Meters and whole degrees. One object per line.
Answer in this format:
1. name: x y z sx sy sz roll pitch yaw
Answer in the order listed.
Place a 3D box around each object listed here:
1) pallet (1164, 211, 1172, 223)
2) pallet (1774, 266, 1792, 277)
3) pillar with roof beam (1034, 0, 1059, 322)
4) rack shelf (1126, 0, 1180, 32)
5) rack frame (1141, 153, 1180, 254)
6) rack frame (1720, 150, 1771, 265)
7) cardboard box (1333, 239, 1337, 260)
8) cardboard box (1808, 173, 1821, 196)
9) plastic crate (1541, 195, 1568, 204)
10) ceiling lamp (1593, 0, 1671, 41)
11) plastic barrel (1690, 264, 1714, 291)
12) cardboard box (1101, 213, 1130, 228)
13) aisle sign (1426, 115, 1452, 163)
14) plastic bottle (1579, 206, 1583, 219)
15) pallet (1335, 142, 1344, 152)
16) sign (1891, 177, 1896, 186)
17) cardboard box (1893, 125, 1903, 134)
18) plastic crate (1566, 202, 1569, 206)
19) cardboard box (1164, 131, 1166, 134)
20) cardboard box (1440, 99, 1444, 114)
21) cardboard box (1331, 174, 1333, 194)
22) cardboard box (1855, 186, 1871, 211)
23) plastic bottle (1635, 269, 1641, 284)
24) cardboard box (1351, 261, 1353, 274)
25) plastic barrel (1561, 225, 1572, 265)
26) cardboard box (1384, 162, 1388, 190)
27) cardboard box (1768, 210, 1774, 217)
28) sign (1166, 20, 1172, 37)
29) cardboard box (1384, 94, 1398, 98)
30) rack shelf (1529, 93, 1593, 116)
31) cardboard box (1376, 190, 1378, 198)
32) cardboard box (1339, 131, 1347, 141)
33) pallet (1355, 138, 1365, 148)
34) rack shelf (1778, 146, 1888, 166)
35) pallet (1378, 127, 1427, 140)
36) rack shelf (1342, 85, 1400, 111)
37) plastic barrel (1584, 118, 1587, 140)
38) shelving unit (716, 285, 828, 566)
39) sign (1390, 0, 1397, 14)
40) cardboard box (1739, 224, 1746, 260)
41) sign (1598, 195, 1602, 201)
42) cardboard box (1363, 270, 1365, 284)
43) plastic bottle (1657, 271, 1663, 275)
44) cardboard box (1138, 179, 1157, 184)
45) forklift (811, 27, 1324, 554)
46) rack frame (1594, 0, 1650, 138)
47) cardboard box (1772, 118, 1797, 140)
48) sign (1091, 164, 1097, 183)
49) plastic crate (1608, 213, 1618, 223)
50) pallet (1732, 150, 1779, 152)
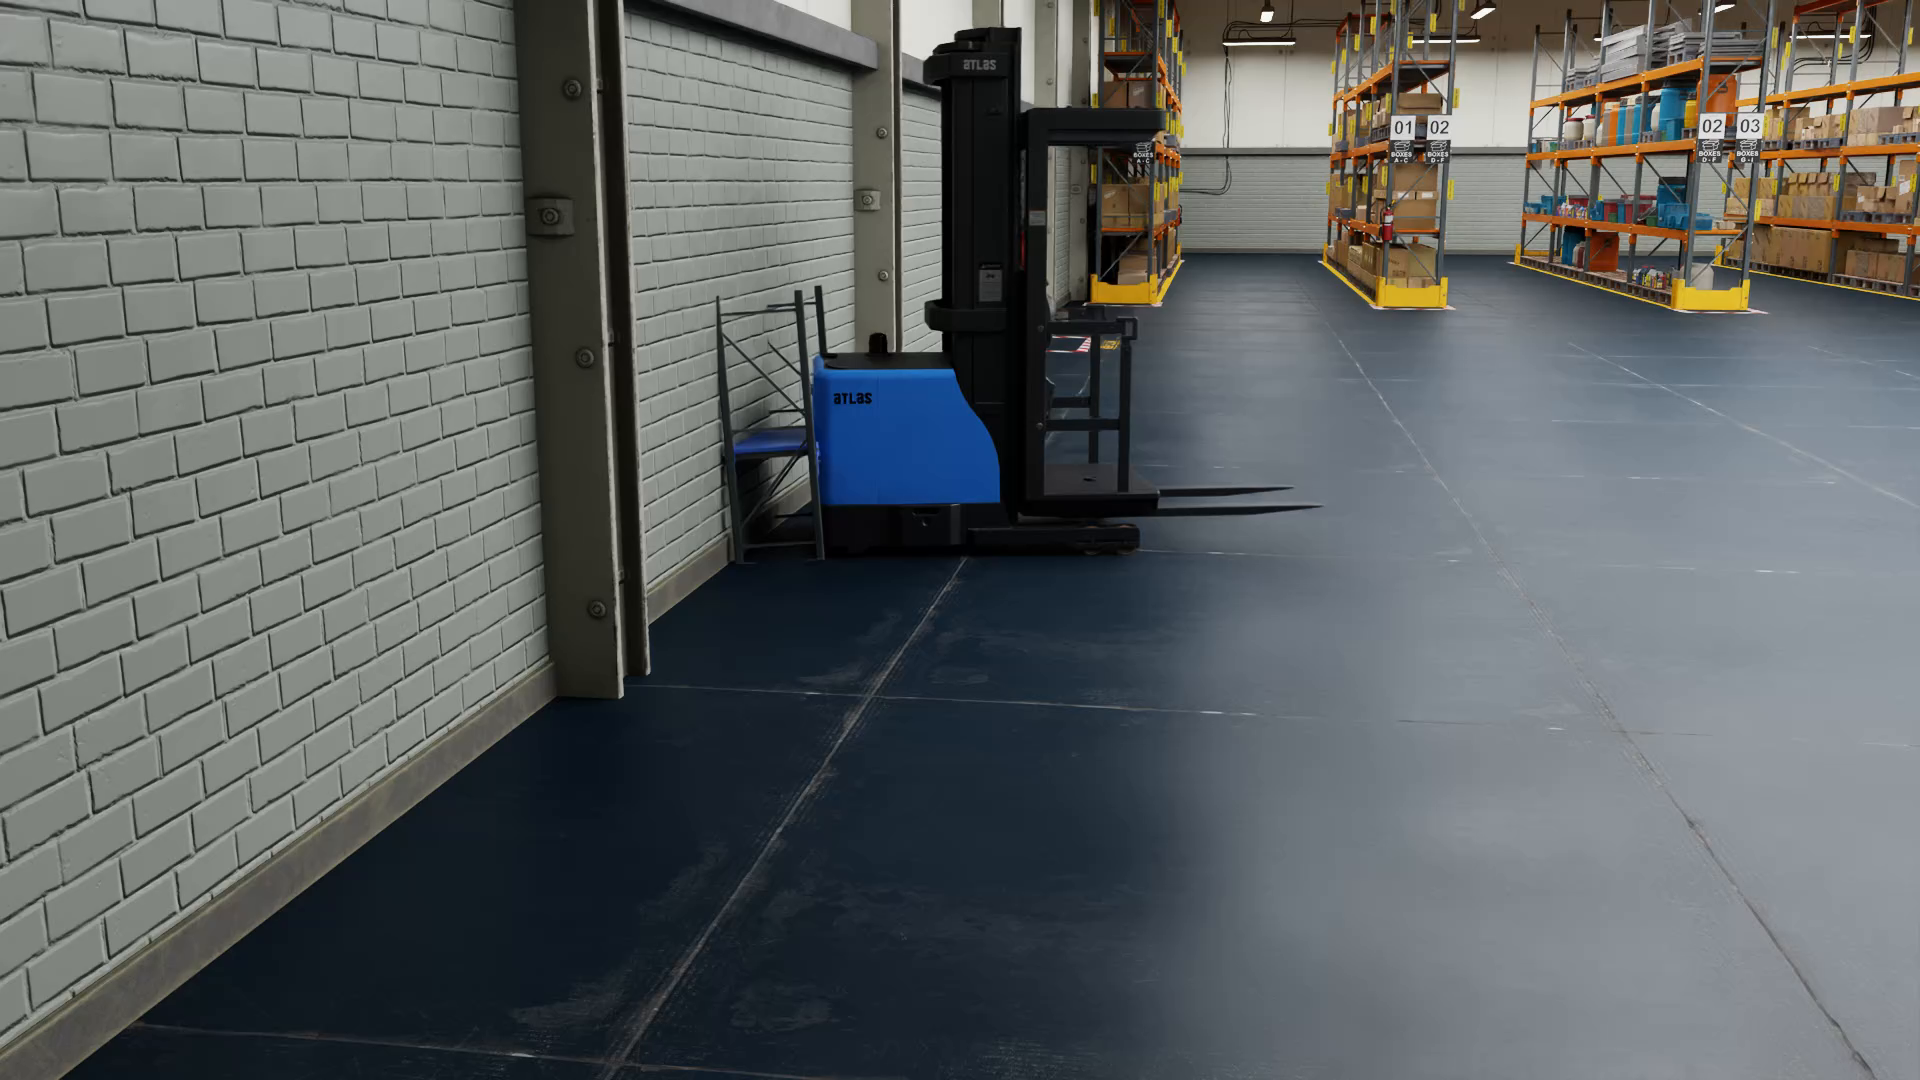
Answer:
1. pallet: 3.774 -6.567 33.799 1.003 0.211 1.213 2 12 9
2. pallet: 19.382 -6.164 38.093 1.003 0.211 1.213 2 12 9
3. pillar with roof beam: 5.481 -7.391 22.930 9.100 9.000 0.400 2 12 9
4. rack shelf: 4.435 -11.961 37.952 1.077 0.370 4.000 2 12 9
5. rack frame: 5.358 -9.004 44.654 1.000 3.000 0.127 2 12 9
6. rack frame: 20.041 -8.523 42.420 1.000 3.000 0.127 2 12 9
7. cardboard box: 9.446 -7.133 40.859 0.500 0.500 0.500 2 12 9
8. cardboard box: 19.139 -7.824 36.558 0.797 0.503 0.637 2 12 10
9. plastic crate: 15.280 -8.654 42.803 0.616 0.435 0.499 2 12 9
10. ceiling lamp: 18.049 -14.946 44.131 2.000 3.185 0.800 2 12 9
11. plastic barrel: 12.712 -4.481 28.575 0.421 0.512 0.421 0 12 0
12. cardboard box: 2.778 -5.713 29.693 0.500 0.250 0.500 2 12 9
13. aisle sign: 8.085 -6.761 28.074 0.394 0.787 0.004 2 12 9
14. plastic bottle: 13.689 -7.205 36.613 0.097 0.271 0.097 0 12 0
15. pallet: 9.469 -9.253 39.133 1.213 0.211 1.003 2 12 9
16. sign: 19.349 -7.369 34.506 0.100 0.325 0.005 2 12 9
17. cardboard box: 18.385 -7.976 32.319 0.380 0.166 0.250 2 12 7
18. plastic crate: 14.949 -8.134 40.754 0.437 0.282 0.530 2 12 9
19. cardboard box: 4.477 -9.604 39.036 0.700 0.500 0.500 2 12 8
20. cardboard box: 8.318 -7.639 29.635 0.500 0.500 0.500 2 12 9
21. cardboard box: 9.852 -9.189 42.902 0.500 0.500 0.500 2 12 9
22. cardboard box: 18.767 -6.998 34.110 0.500 0.500 0.500 0 12 2
23. plastic bottle: 12.797 -4.948 31.256 0.152 0.276 0.135 2 12 11
24. cardboard box: 8.502 -5.728 34.980 0.500 0.250 0.500 2 12 7
25. plastic barrel: 14.432 -6.917 38.955 0.600 0.901 0.708 2 12 9
26. cardboard box: 8.114 -6.623 30.290 0.700 0.500 0.500 2 12 9
27. cardboard box: 19.149 -7.641 38.926 0.380 0.149 0.250 2 12 9
28. sign: 4.046 -9.913 32.225 0.100 0.325 0.005 2 12 9
29. cardboard box: 8.542 -8.438 32.488 0.500 0.500 0.500 2 12 9
30. rack shelf: 14.840 -10.652 40.718 1.077 0.370 4.000 2 12 9
31. cardboard box: 8.099 -6.557 31.520 0.380 0.149 0.250 2 12 7
32. cardboard box: 9.445 -9.759 40.207 0.500 0.250 0.500 2 12 9
33. pallet: 9.007 -8.409 35.220 1.213 0.211 1.003 2 12 11
34. rack shelf: 19.119 -8.388 36.384 1.077 0.370 4.000 2 12 9
35. pallet: 8.112 -7.338 30.012 1.003 0.211 1.213 2 12 9
36. rack shelf: 9.331 -9.981 37.603 1.077 0.370 4.000 2 12 9
37. plastic barrel: 14.592 -9.417 38.008 0.600 0.588 0.600 0 12 0
38. shelving unit: -1.047 -0.699 9.700 0.538 1.500 1.048 -4 10 2
39. sign: 7.259 -8.962 27.814 0.100 0.325 0.005 2 12 9
40. cardboard box: 19.882 -7.364 41.090 0.875 0.875 0.875 2 12 9
41. sign: 15.075 -7.968 39.187 0.100 0.325 0.005 2 12 9
42. cardboard box: 7.955 -5.017 31.682 0.500 0.250 0.500 2 12 9
43. plastic bottle: 12.823 -4.787 30.506 0.152 0.276 0.135 2 12 9
44. cardboard box: 4.069 -7.780 36.150 0.380 0.149 0.250 0 12 -1
45. forklift: 0.630 -1.460 9.809 3.031 2.935 1.130 -1 12 -5
46. rack frame: 13.917 -9.950 34.805 1.000 3.000 0.127 2 12 9
47. cardboard box: 19.487 -9.624 38.940 0.700 0.500 0.500 1 12 5
48. sign: 2.352 -6.416 29.147 0.100 0.325 0.005 2 12 9
49. plastic crate: 13.291 -6.453 33.320 0.450 0.188 0.662 2 12 9
50. pallet: 19.938 -9.791 41.395 1.003 0.211 1.213 2 12 9
